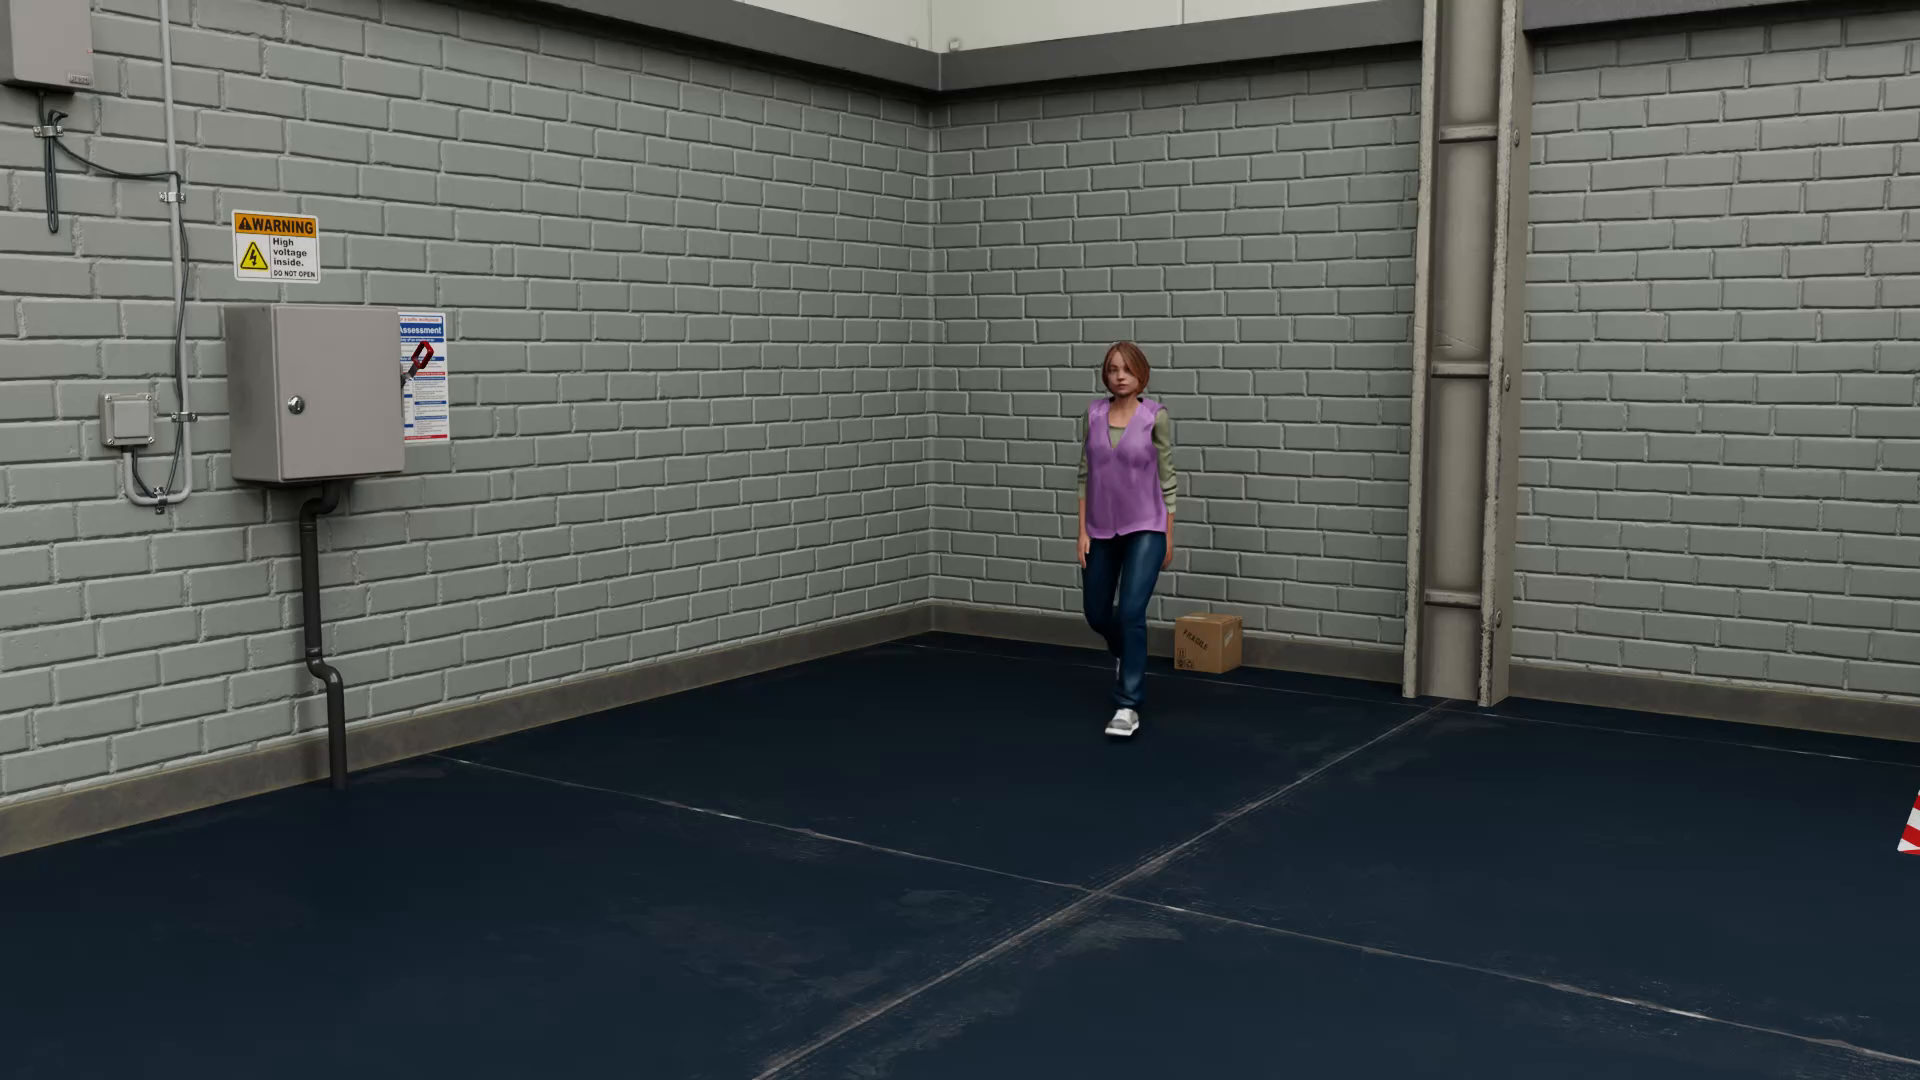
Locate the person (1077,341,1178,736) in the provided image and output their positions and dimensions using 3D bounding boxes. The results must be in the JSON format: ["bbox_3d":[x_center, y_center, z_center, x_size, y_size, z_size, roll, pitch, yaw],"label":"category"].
[{"bbox_3d":[0.705,-0.029,6.857,0.406,1.571,0.759,3,7,25],"label":"person"}]
